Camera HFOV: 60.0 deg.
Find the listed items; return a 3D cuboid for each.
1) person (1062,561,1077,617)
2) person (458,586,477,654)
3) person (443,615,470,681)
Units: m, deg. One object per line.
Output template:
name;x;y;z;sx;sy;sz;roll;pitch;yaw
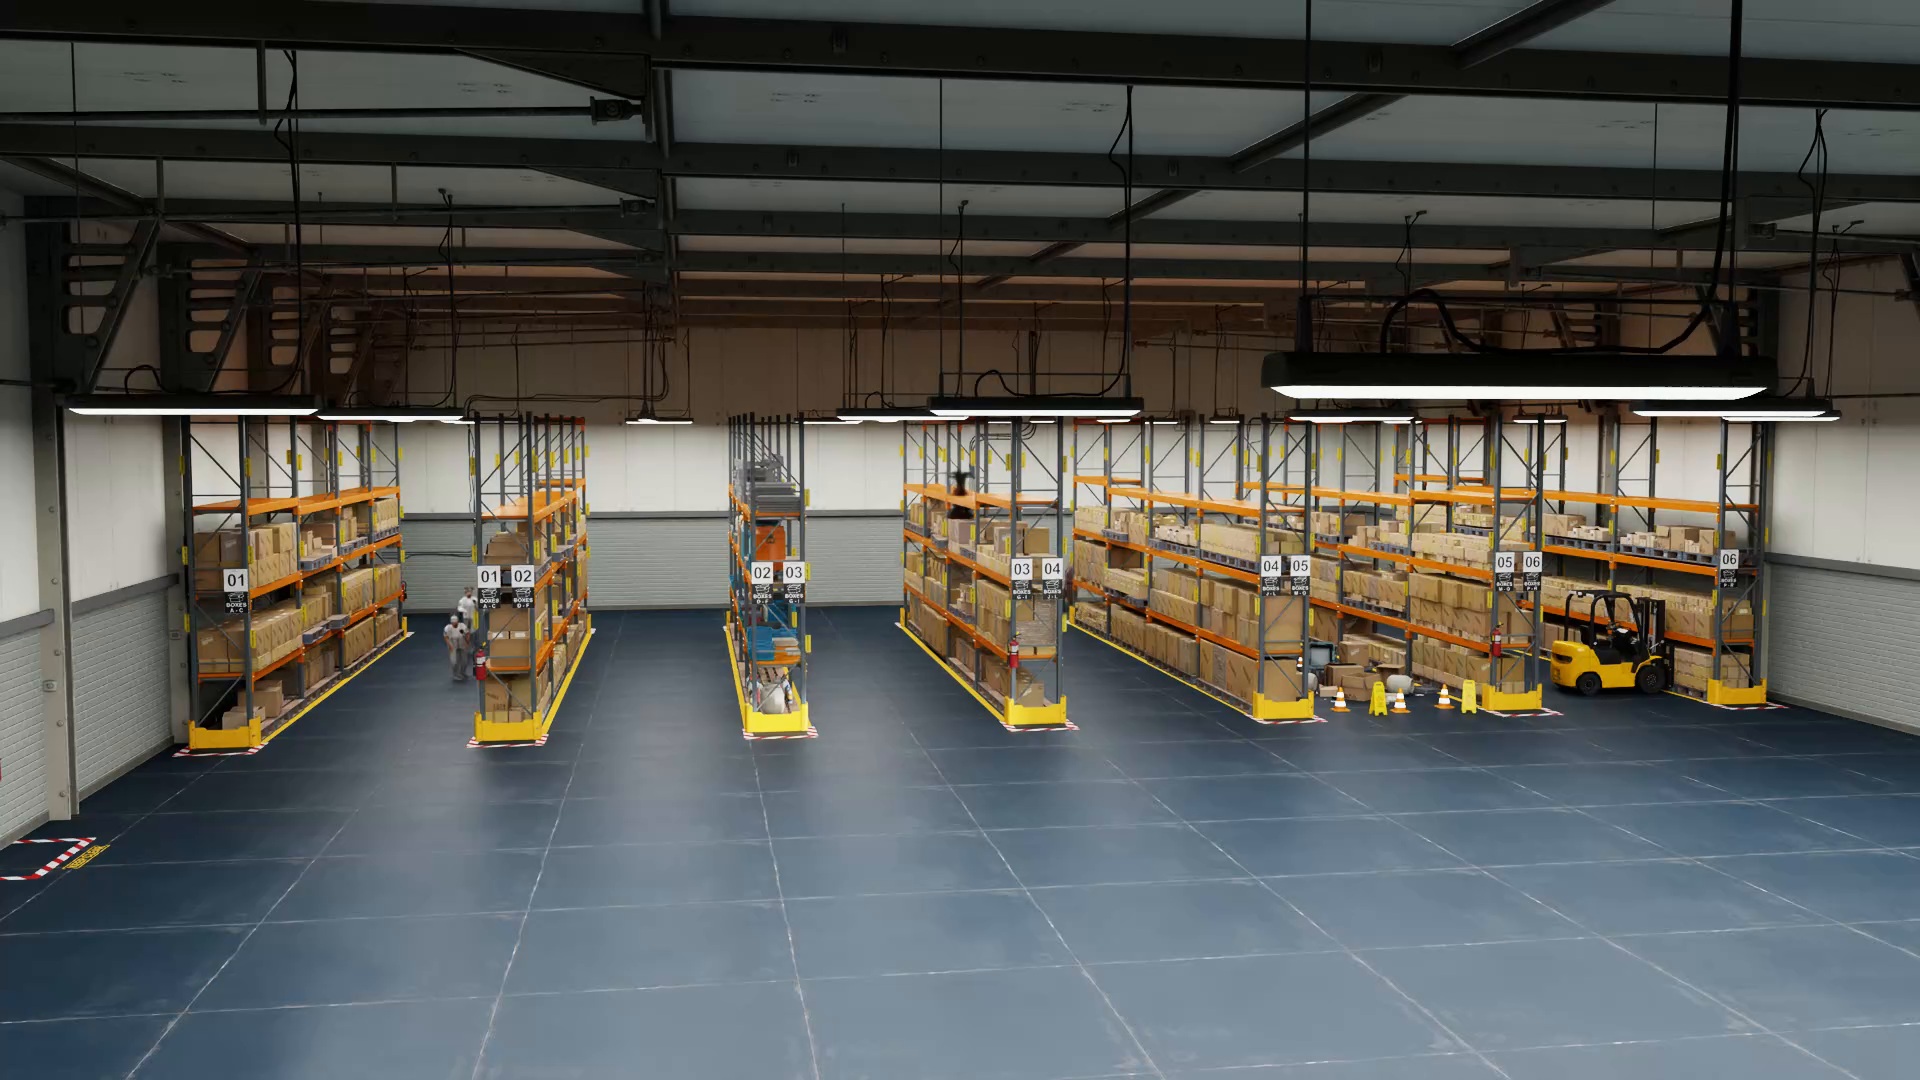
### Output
person;3.285;1.501;49.436;0.754;1.810;0.695;-3;5;-36
person;-12.401;2.022;42.091;0.552;1.738;0.813;0;4;-4
person;-11.328;2.418;37.502;0.623;1.518;0.853;-2;4;-27
